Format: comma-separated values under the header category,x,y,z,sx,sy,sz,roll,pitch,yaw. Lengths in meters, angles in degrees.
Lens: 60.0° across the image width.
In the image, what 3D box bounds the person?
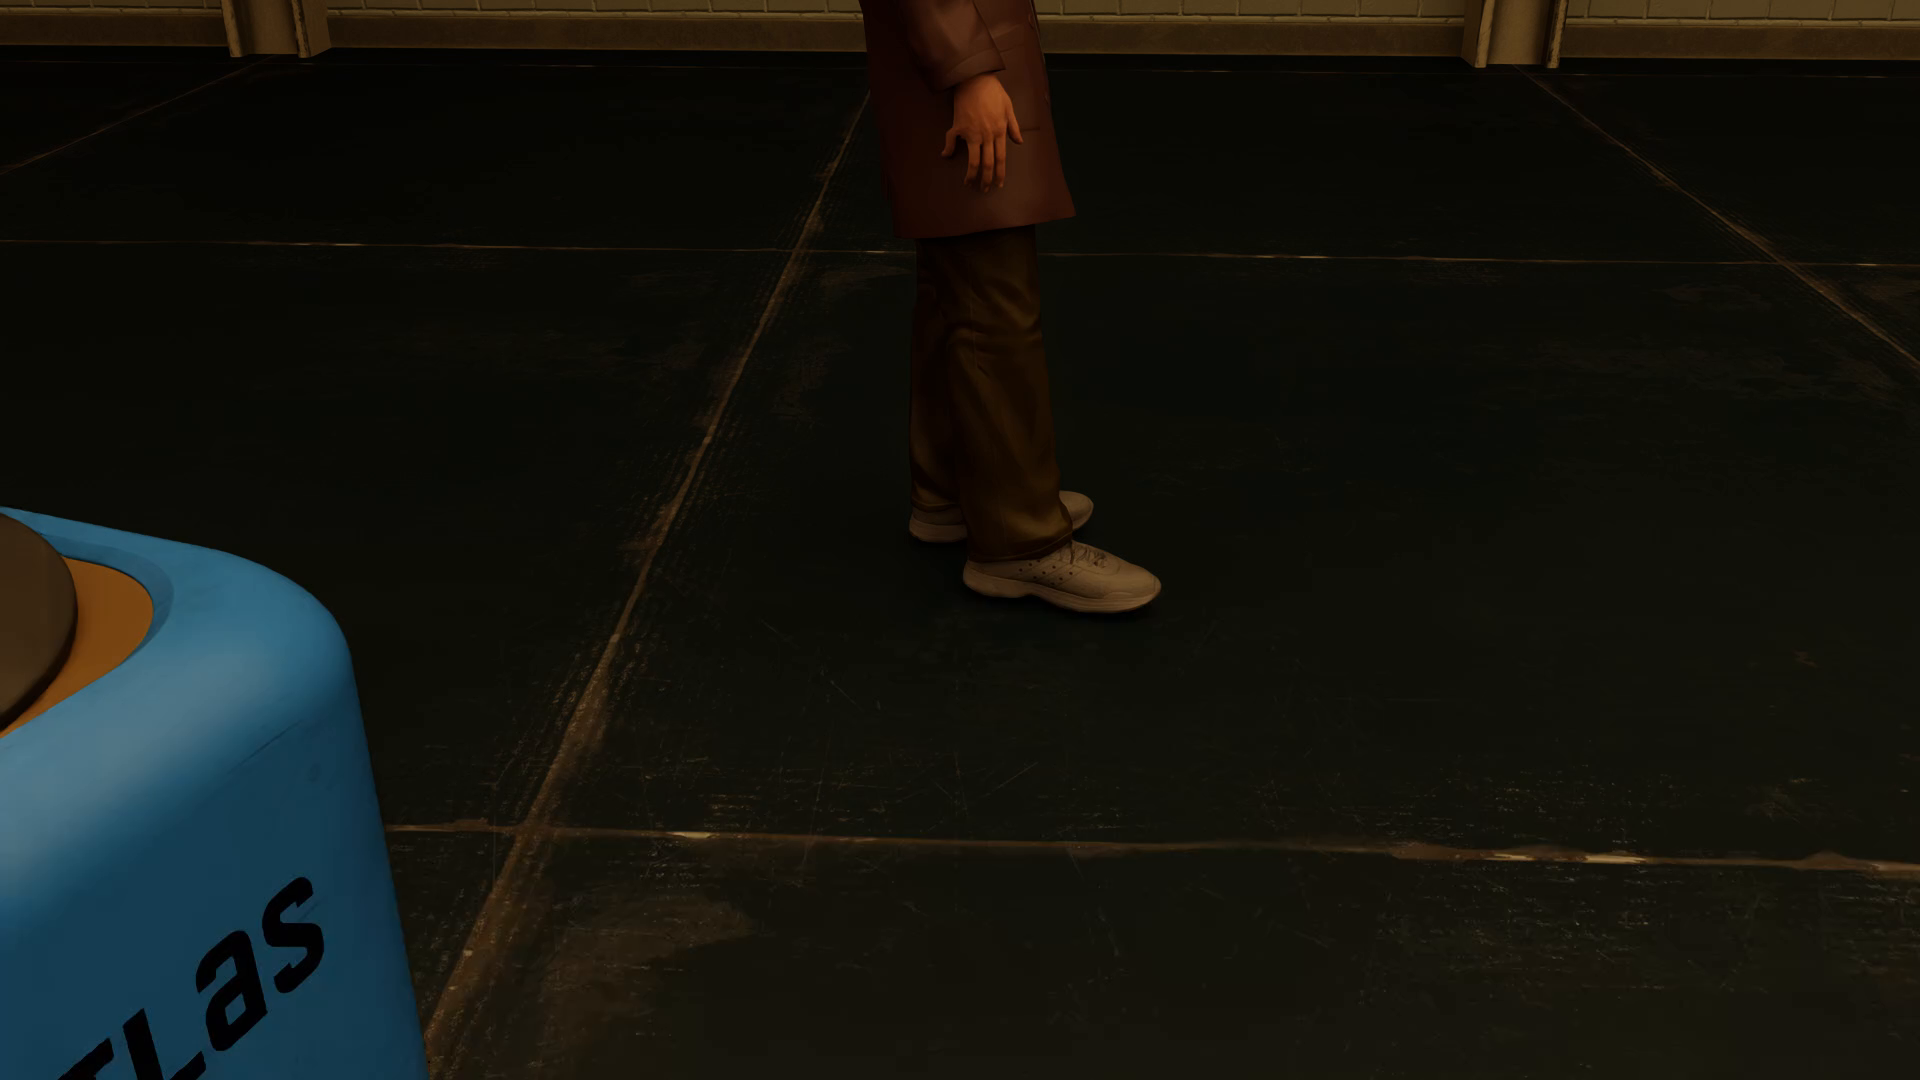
category,x,y,z,sx,sy,sz,roll,pitch,yaw
person,0.090,-0.800,2.928,0.582,1.776,0.696,1,26,2
